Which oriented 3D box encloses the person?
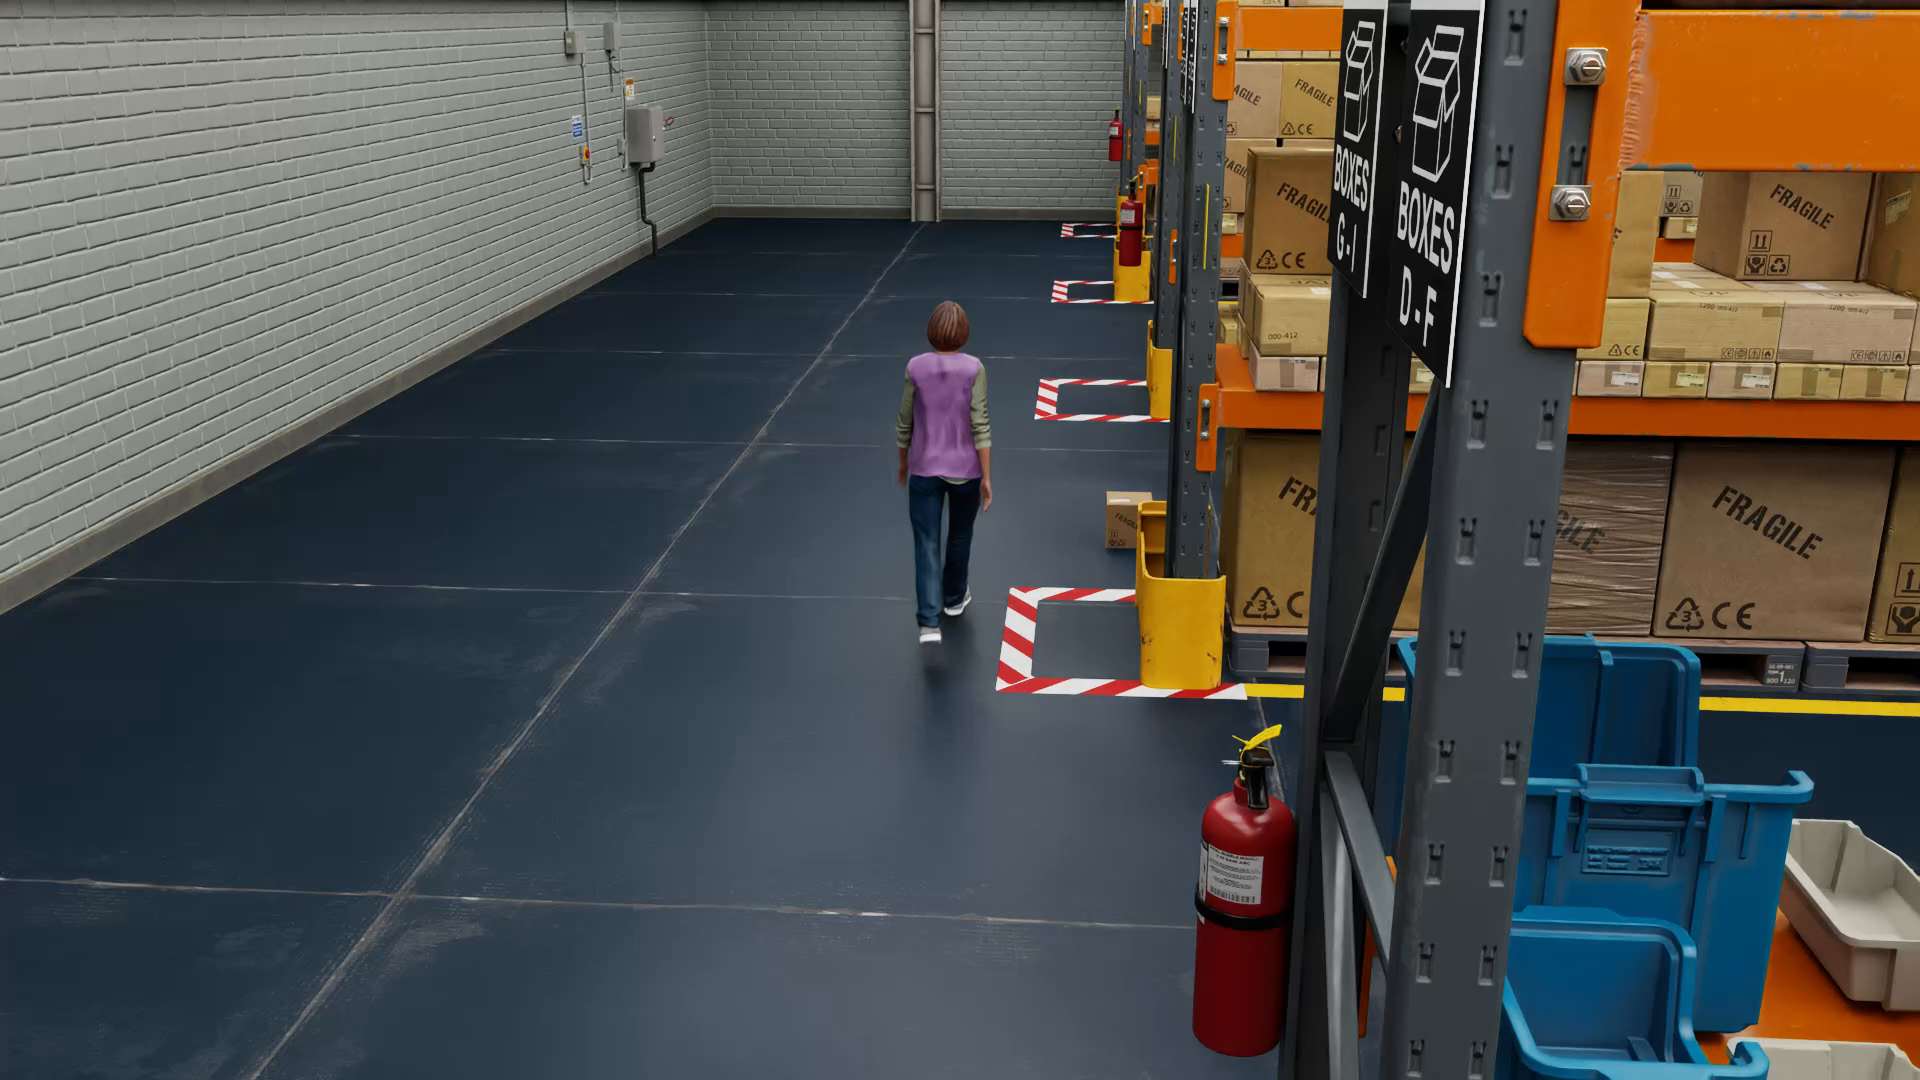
[{"bbox_3d":[-0.075,-0.309,7.530,0.442,1.547,0.955,0,18,1],"label":"person"}]
